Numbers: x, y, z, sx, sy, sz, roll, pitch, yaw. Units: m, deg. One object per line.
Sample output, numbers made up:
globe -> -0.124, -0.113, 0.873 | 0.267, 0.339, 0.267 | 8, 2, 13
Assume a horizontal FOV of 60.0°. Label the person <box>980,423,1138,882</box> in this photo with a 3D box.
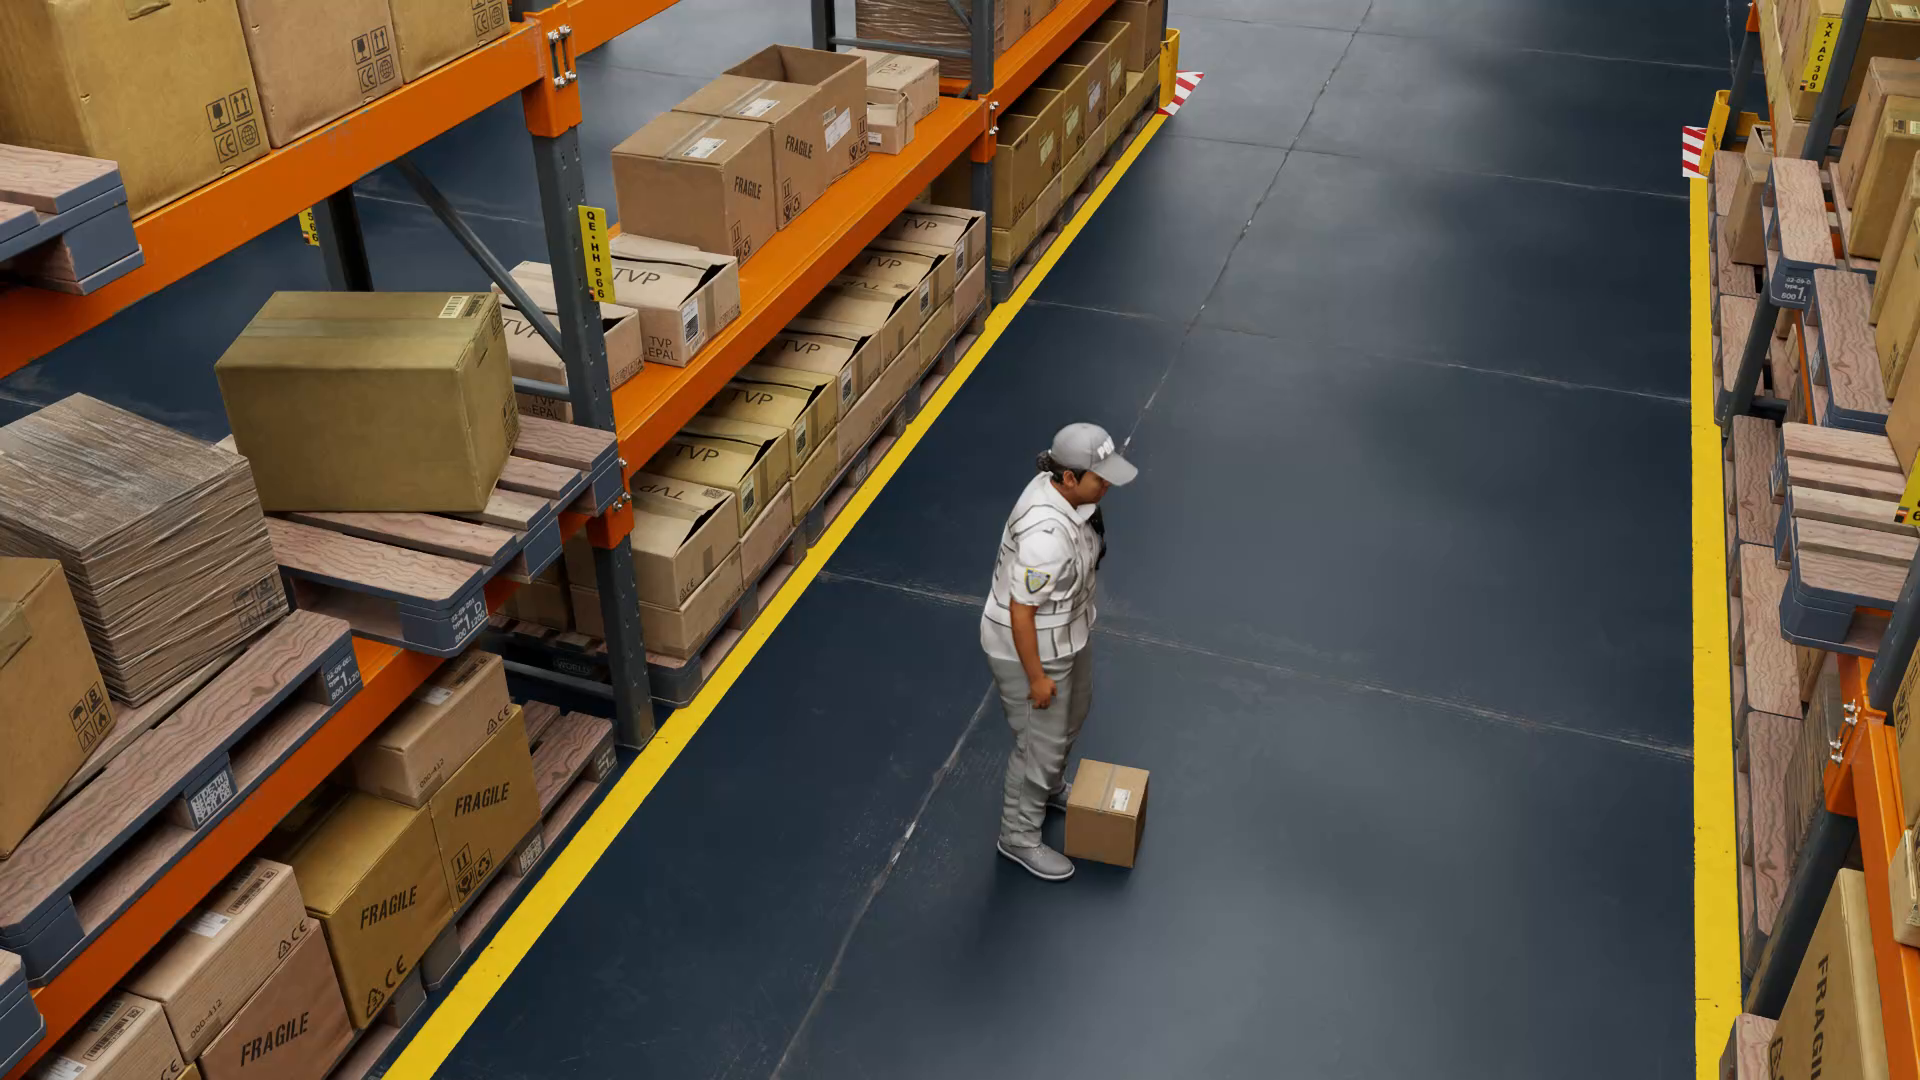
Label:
person -> 0.320, 0.347, 5.609 | 0.473, 1.666, 0.547 | 11, 35, 16
